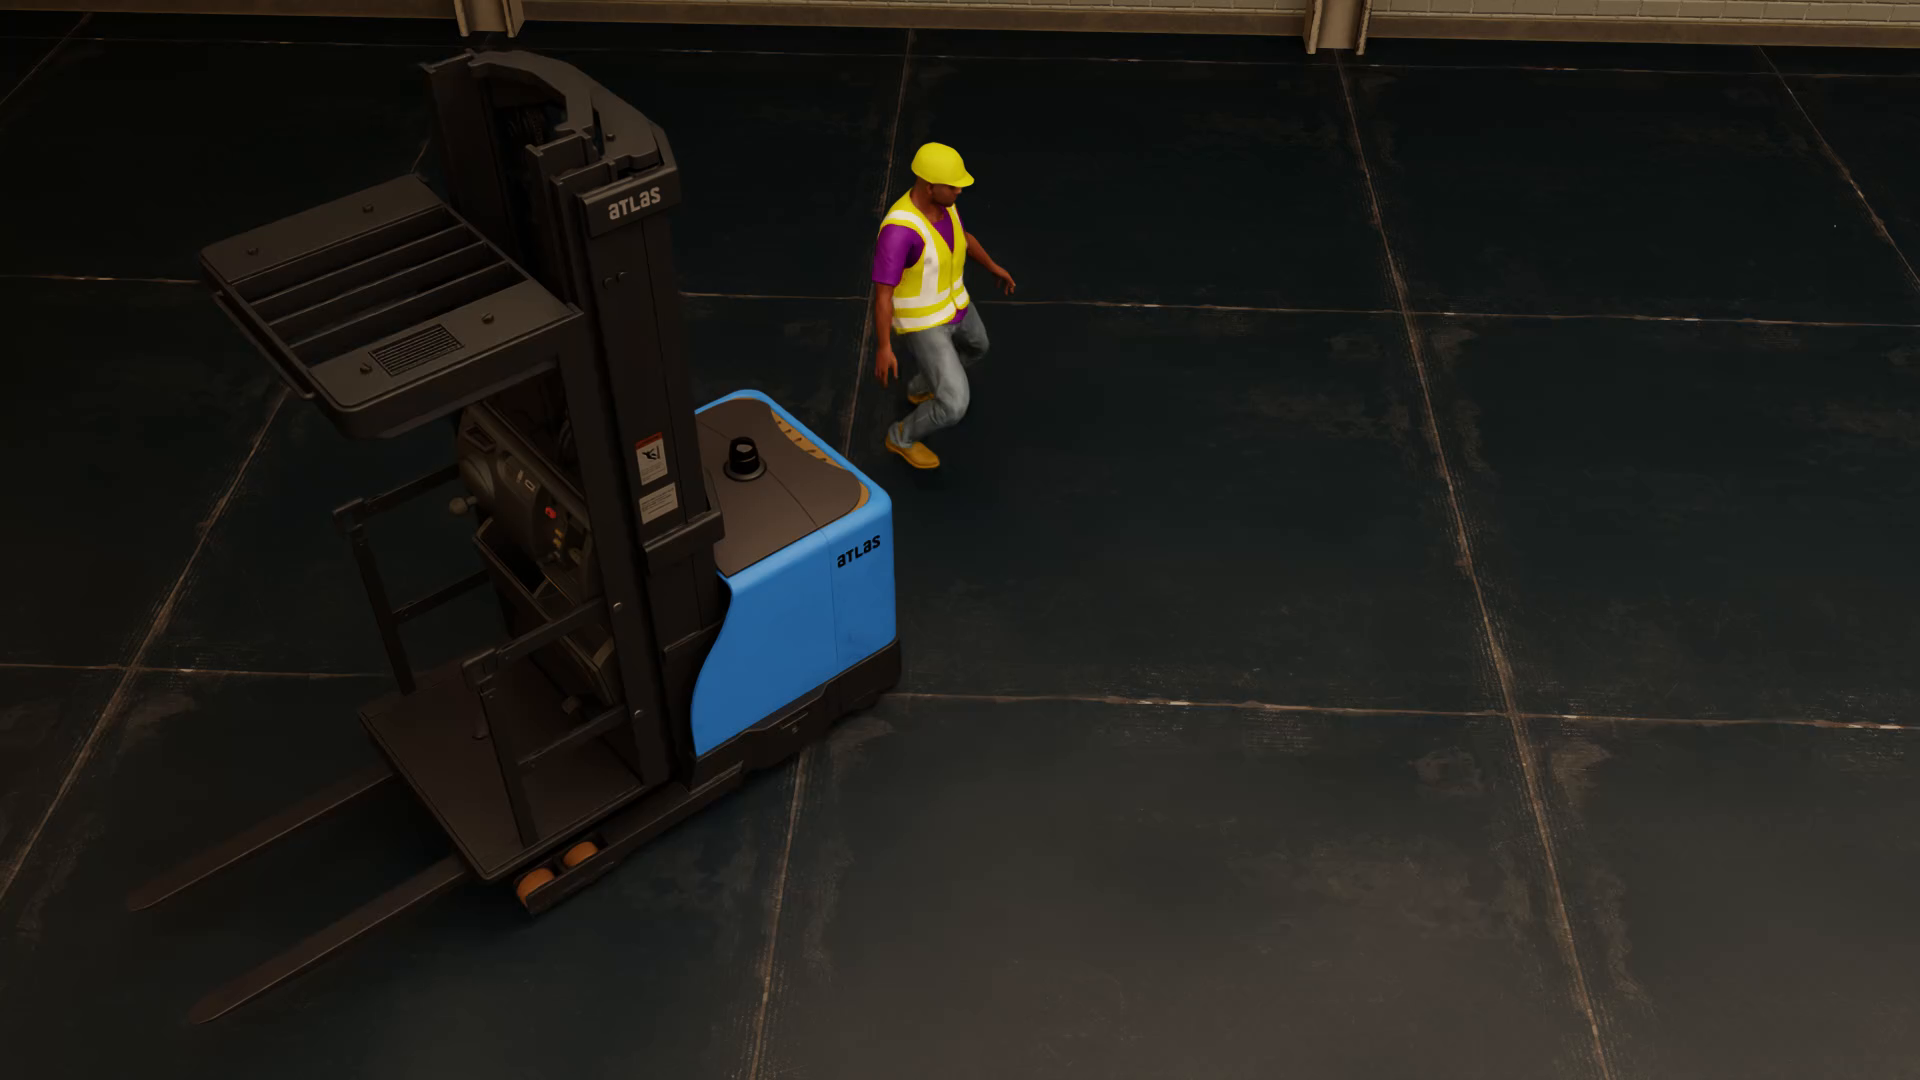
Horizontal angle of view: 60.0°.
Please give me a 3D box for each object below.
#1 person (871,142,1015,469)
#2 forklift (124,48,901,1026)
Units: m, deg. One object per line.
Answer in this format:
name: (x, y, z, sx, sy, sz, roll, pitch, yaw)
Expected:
person: (-0.104, -1.121, 7.904, 0.599, 1.617, 0.987, 21, 46, 21)
forklift: (-1.706, -0.067, 5.816, 3.031, 2.935, 1.130, -30, 50, -28)
